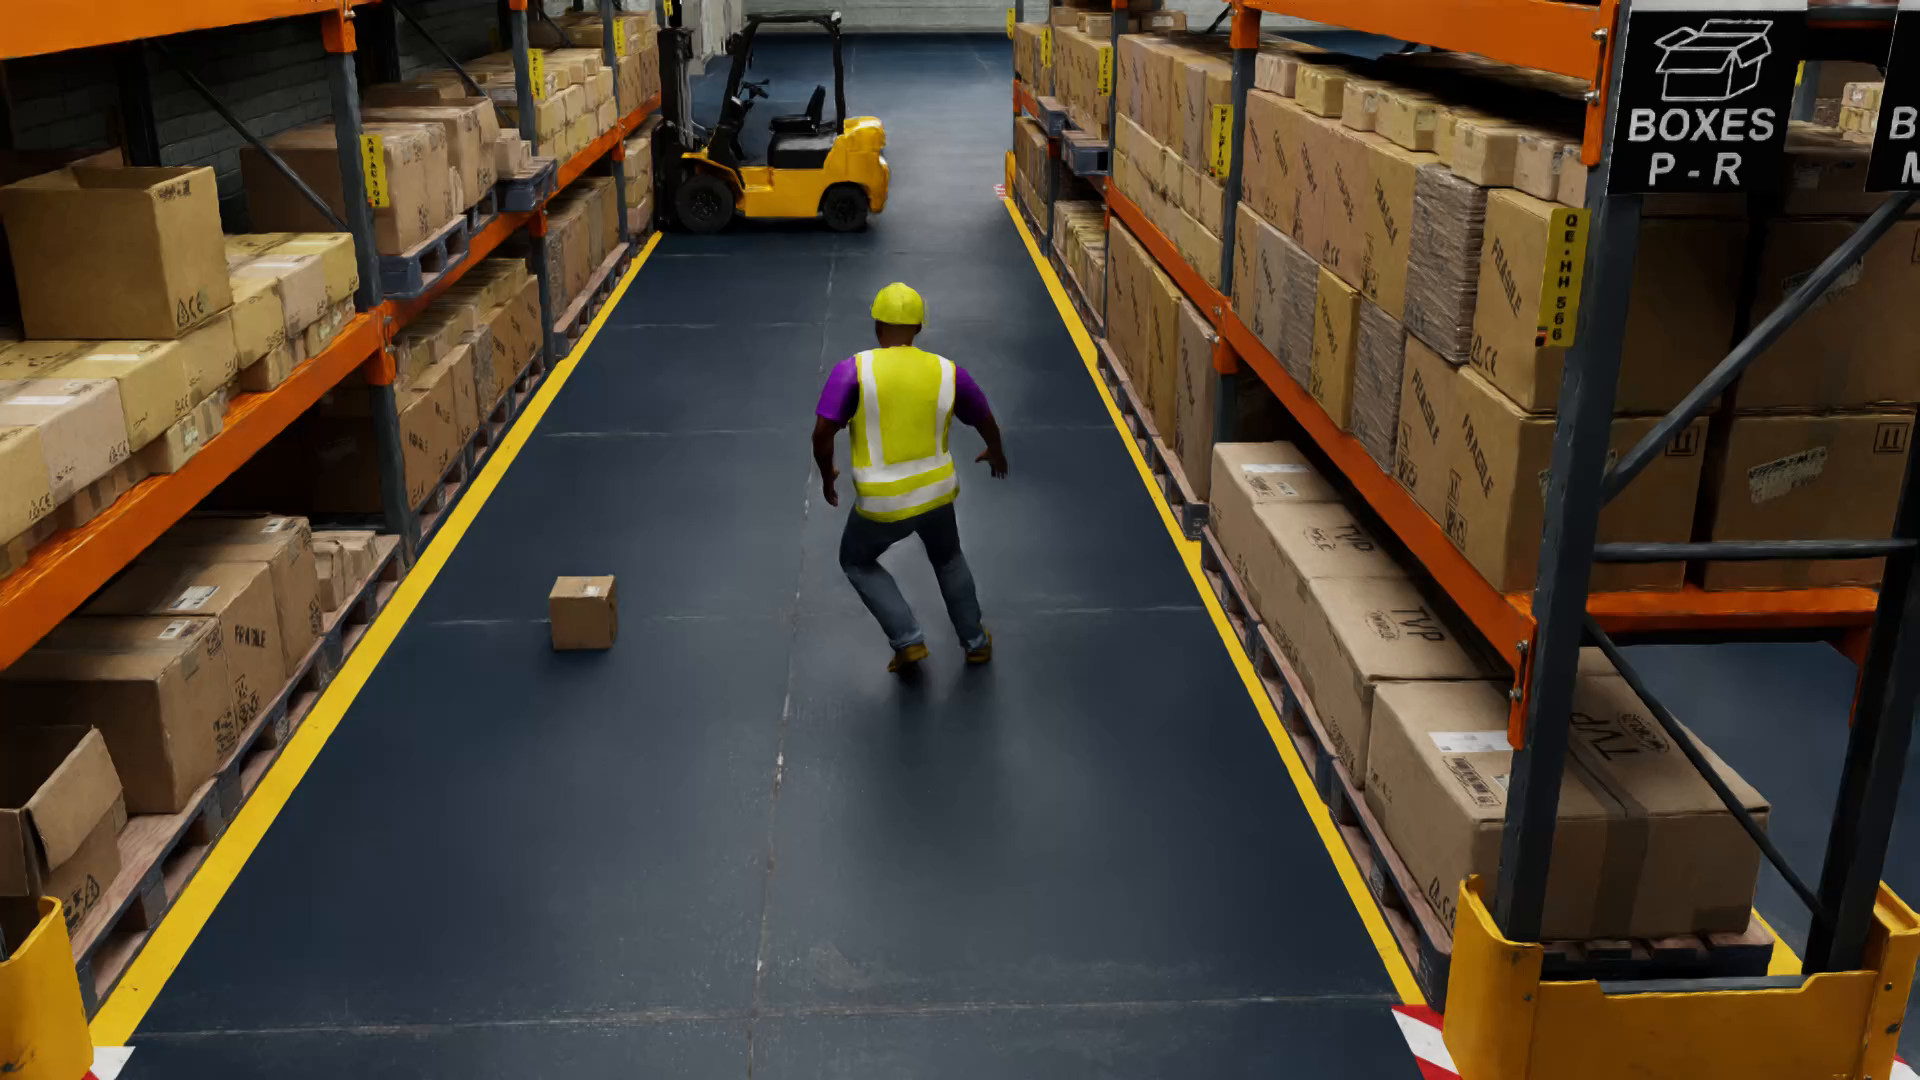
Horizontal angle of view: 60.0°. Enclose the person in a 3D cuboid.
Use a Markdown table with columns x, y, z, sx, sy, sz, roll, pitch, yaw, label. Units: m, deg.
| x | y | z | sx | sy | sz | roll | pitch | yaw | label |
| --- | --- | --- | --- | --- | --- | --- | --- | --- | --- |
| -0.172 | -0.216 | 6.815 | 0.968 | 1.685 | 0.501 | -10 | 23 | -26 | person |
